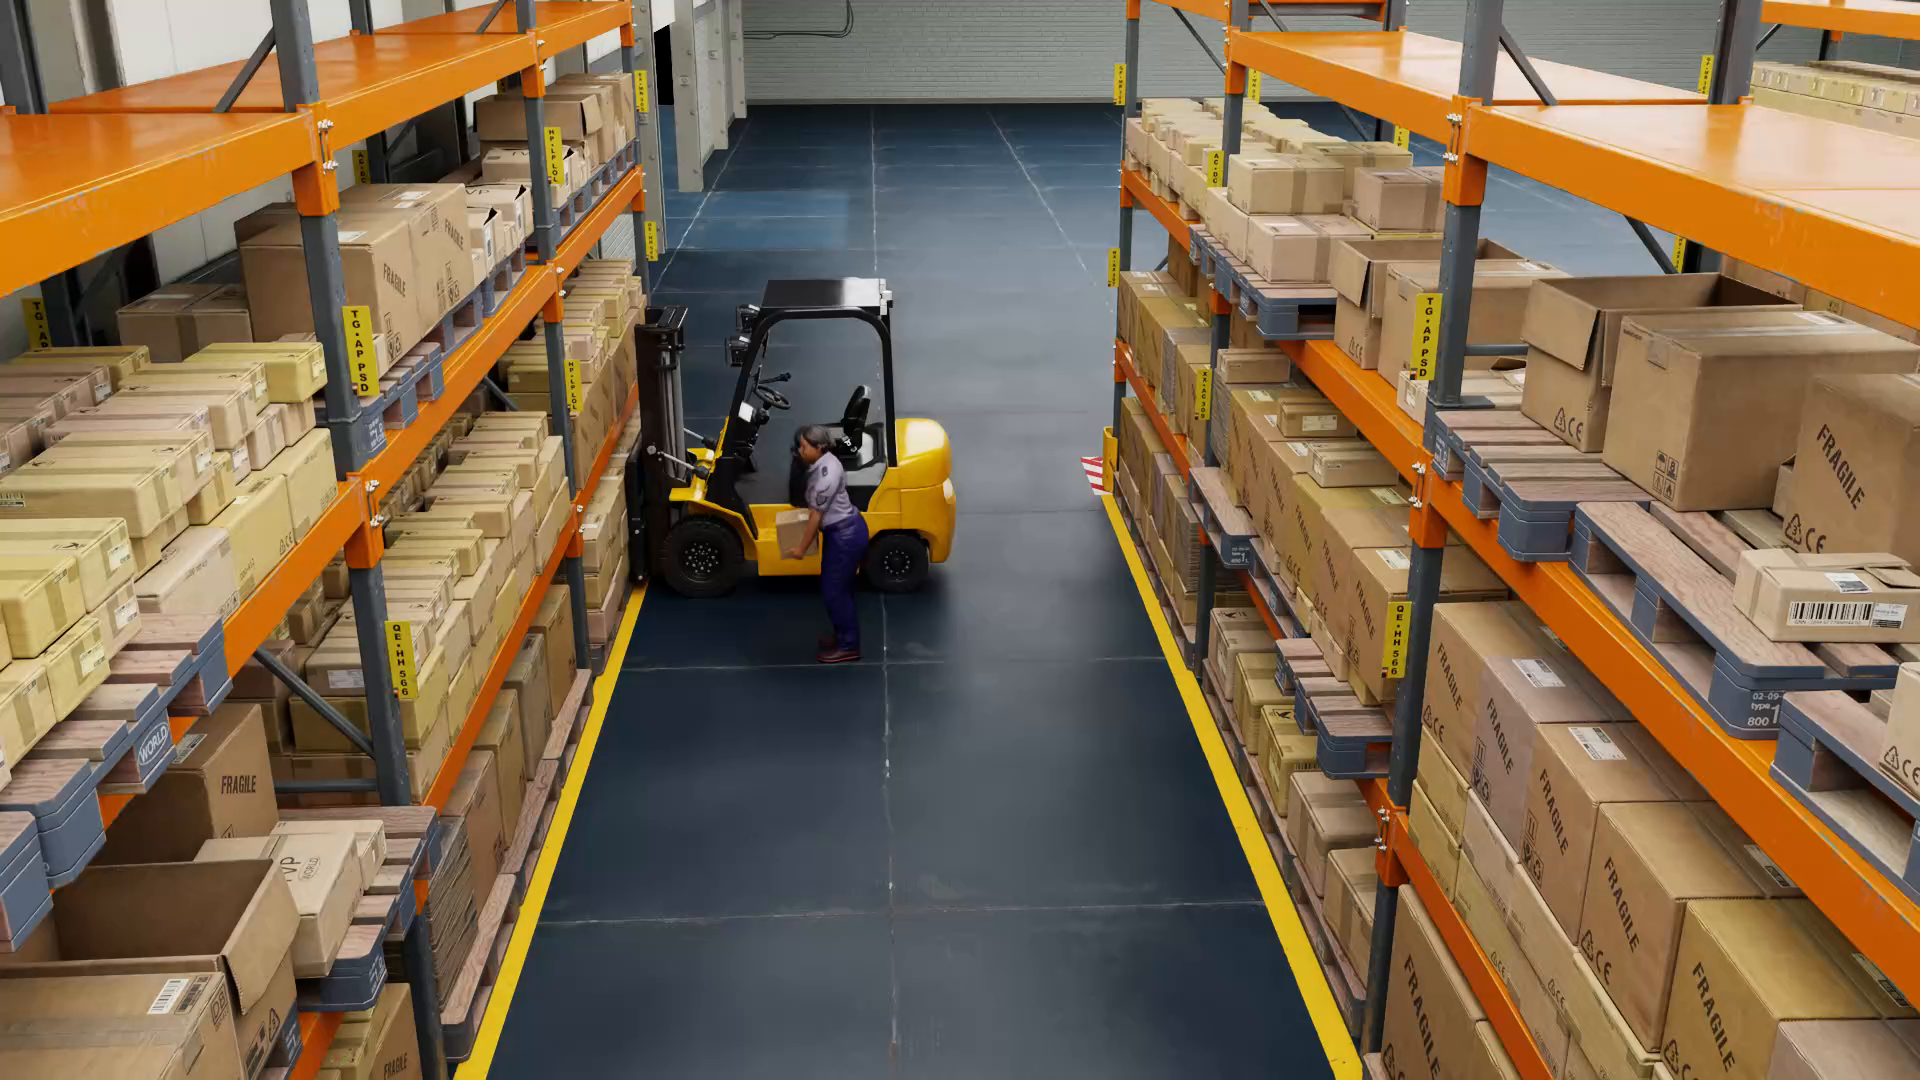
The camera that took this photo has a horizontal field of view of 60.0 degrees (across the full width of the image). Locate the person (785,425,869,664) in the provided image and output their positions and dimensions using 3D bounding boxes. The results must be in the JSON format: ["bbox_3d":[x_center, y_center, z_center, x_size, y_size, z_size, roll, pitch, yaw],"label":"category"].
[{"bbox_3d":[-0.886,0.010,11.118,0.559,1.625,0.436,-1,21,-4],"label":"person"}]
